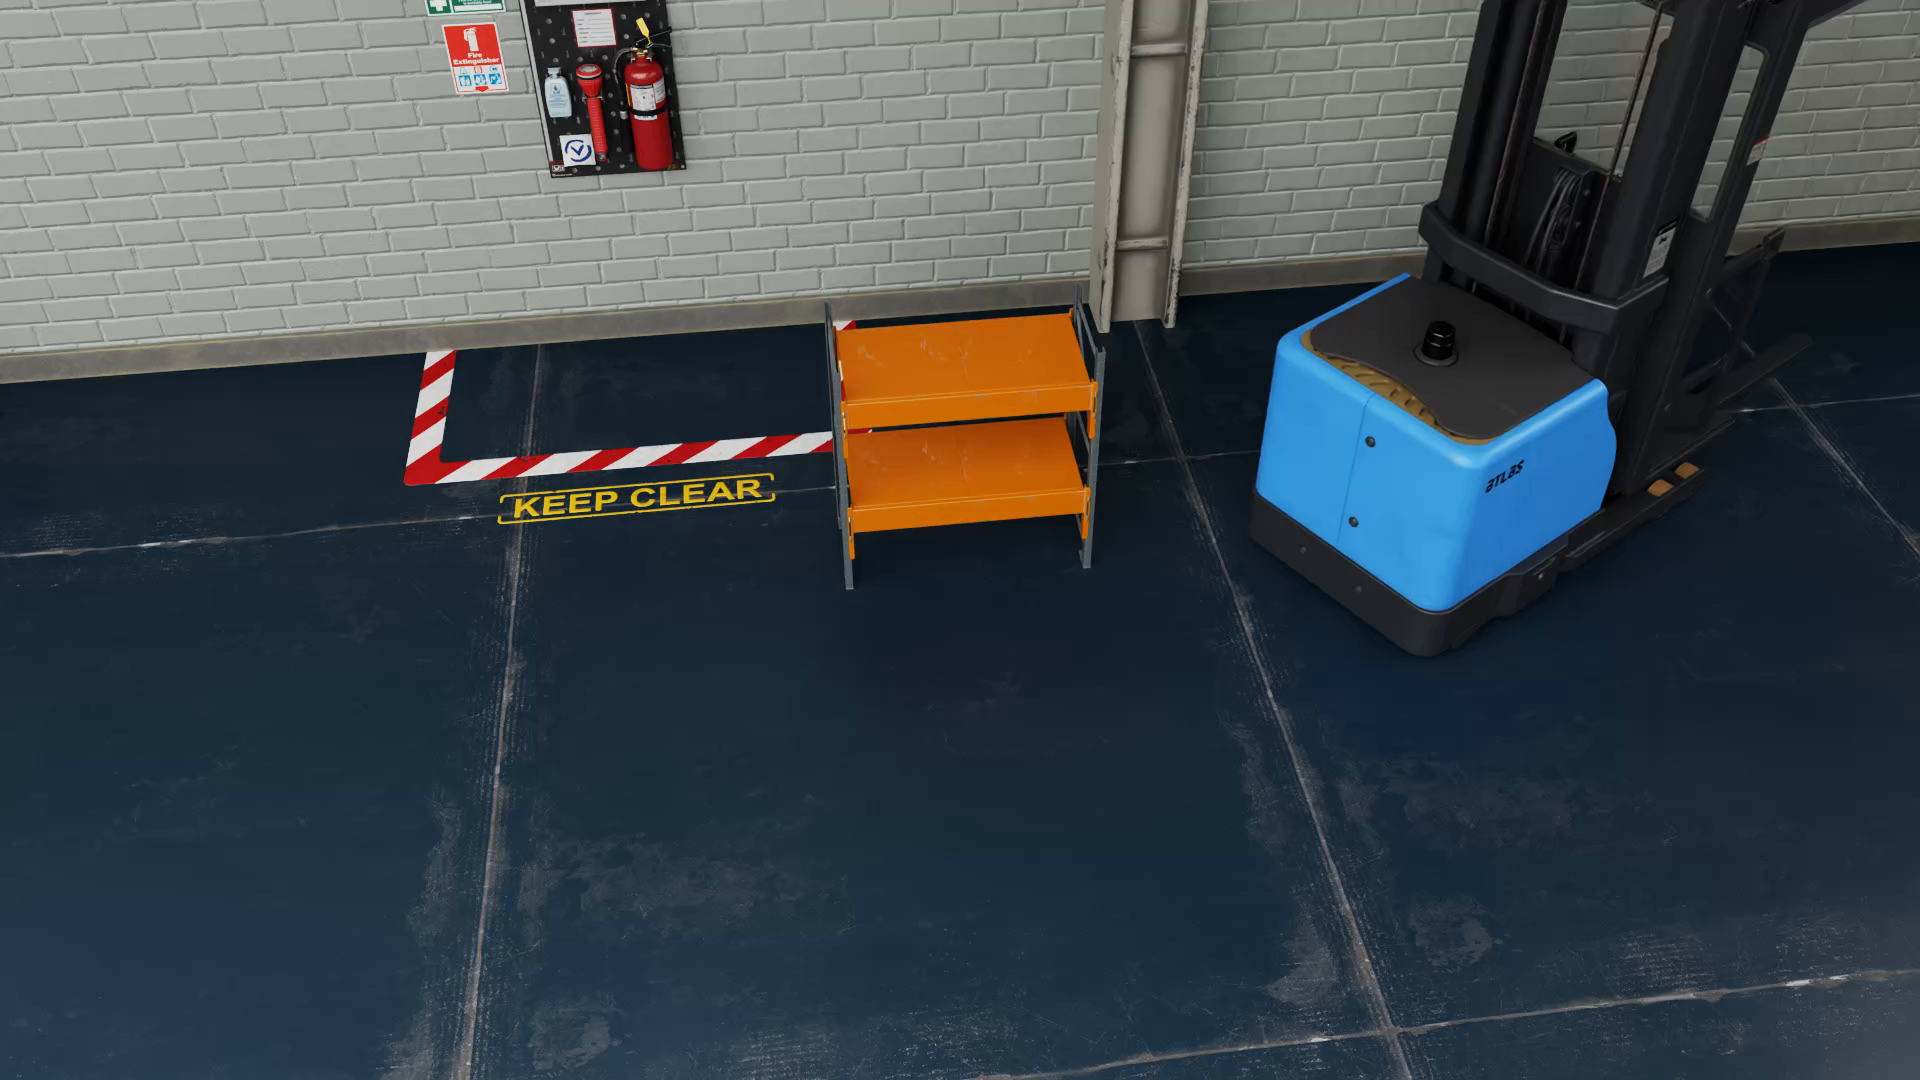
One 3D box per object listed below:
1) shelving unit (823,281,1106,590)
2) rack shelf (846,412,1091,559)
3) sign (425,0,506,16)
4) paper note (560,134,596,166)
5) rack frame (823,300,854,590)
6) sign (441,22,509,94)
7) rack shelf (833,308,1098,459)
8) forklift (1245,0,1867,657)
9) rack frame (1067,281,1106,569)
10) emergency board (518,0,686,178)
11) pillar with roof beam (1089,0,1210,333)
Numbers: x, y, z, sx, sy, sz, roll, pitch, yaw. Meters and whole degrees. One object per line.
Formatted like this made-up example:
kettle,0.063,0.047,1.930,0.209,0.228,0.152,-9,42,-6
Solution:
shelving unit,0.007,-0.418,6.874,1.048,1.125,0.538,-5,42,-6
rack shelf,0.007,-0.237,7.038,1.000,0.278,0.538,-5,42,-6
sign,-2.132,-2.316,7.156,0.331,0.109,0.001,-5,42,-6
paper note,-1.761,-1.795,7.658,0.142,0.148,0.016,-5,42,-6
rack frame,-0.497,-0.374,6.825,0.032,1.125,0.500,-5,42,-6
sign,-2.138,-2.125,7.340,0.234,0.329,0.001,-5,42,-6
rack shelf,0.007,-0.636,6.678,1.000,0.278,0.538,-5,42,-6
forklift,2.707,-1.443,6.661,3.031,2.935,1.130,-28,49,-27
rack frame,0.511,-0.462,6.923,0.032,1.125,0.500,-5,42,-6
emergency board,-1.576,-2.091,7.329,0.643,1.169,0.194,-5,42,-6
pillar with roof beam,1.437,-1.649,2.360,0.400,9.000,9.100,-5,42,-6
